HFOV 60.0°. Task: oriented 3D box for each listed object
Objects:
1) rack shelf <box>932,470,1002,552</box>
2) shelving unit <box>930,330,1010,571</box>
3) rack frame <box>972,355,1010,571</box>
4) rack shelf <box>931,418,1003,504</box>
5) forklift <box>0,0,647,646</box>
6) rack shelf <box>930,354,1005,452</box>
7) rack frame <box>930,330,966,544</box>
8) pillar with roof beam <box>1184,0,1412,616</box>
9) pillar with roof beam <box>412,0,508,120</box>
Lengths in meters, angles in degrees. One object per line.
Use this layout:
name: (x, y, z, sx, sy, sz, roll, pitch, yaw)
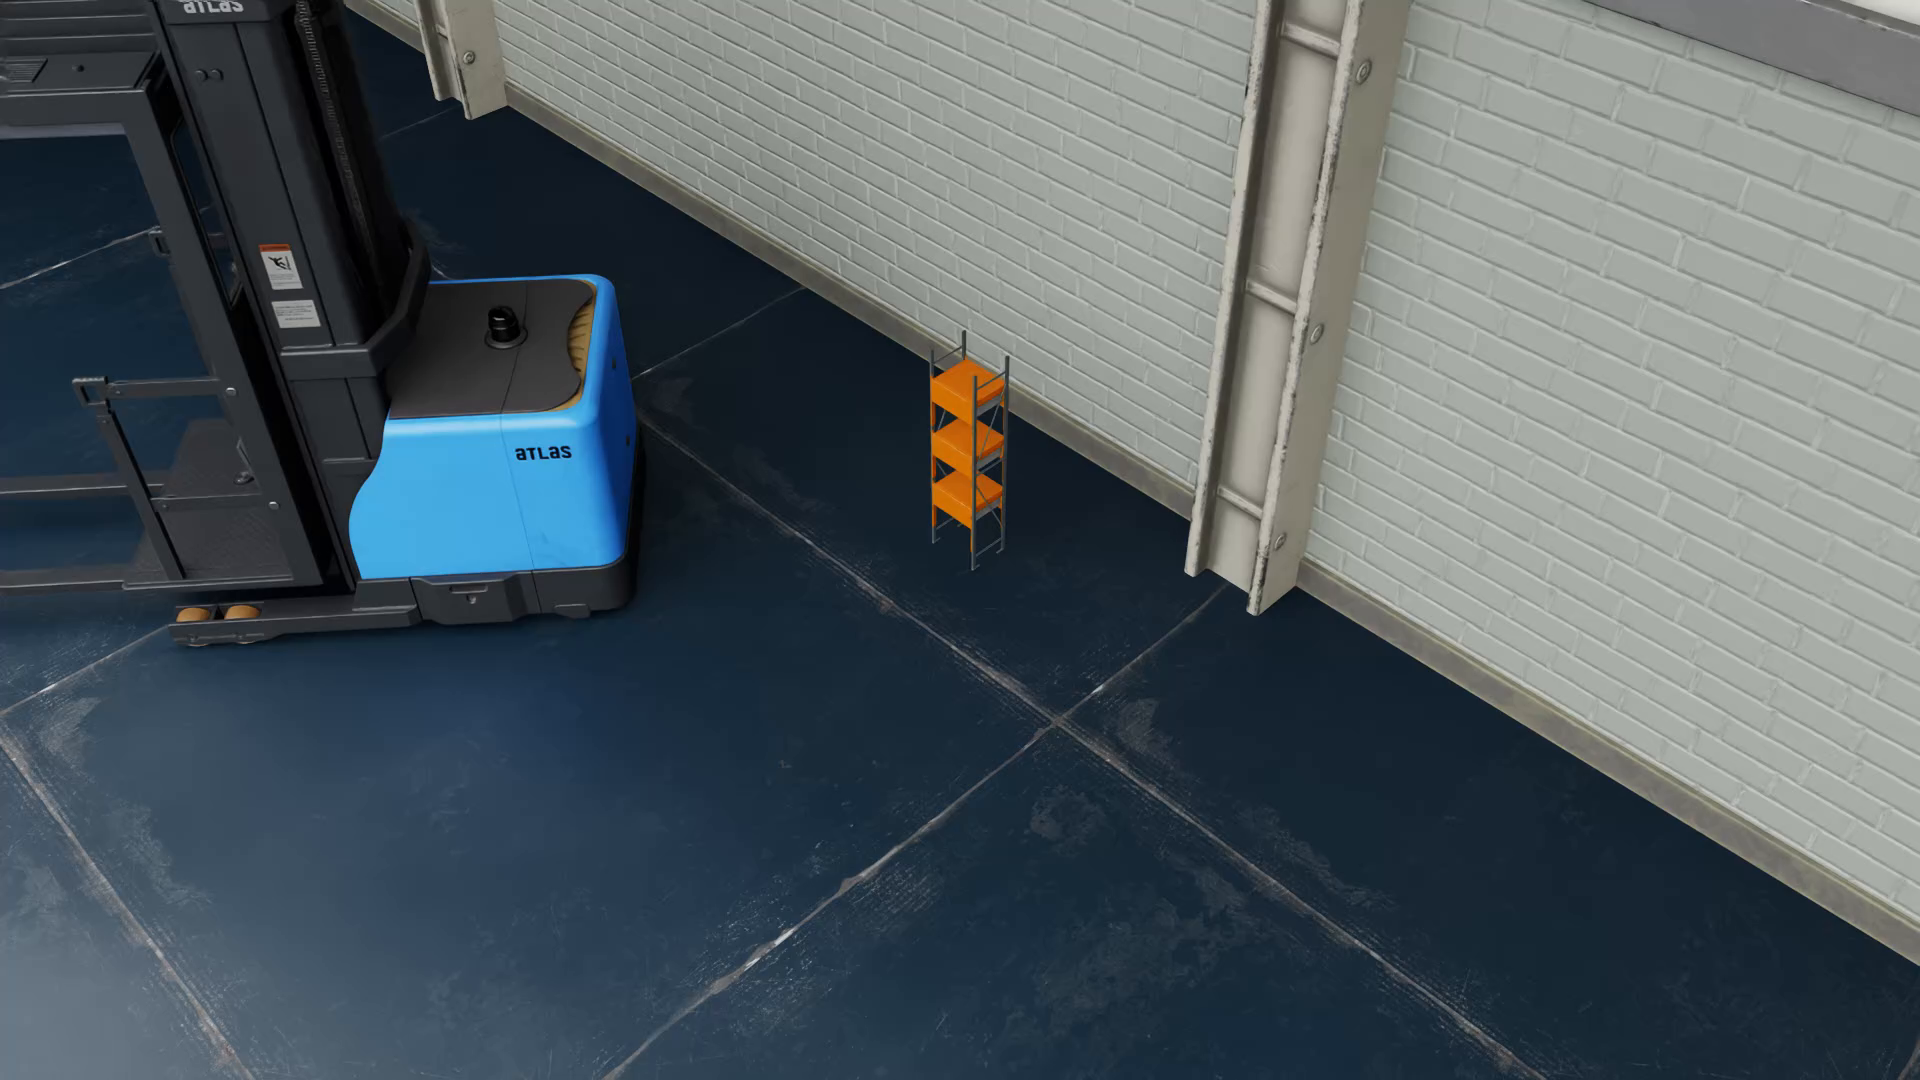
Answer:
rack shelf: (0.038, -0.148, 7.179, 0.215, 0.259, 0.240, -34, 53, -31)
shelving unit: (0.038, -0.360, 6.983, 0.215, 1.050, 0.252, -34, 53, -31)
rack frame: (0.124, -0.301, 6.920, 0.200, 1.050, 0.008, -34, 53, -31)
rack shelf: (0.038, -0.352, 6.990, 0.215, 0.259, 0.240, -34, 53, -31)
forklift: (-2.916, -1.011, 6.302, 3.031, 2.935, 1.130, -3, 43, -3)
rack shelf: (0.038, -0.561, 6.798, 0.215, 0.259, 0.240, -34, 53, -31)
rack frame: (-0.048, -0.418, 7.047, 0.200, 1.050, 0.008, -34, 53, -31)
pillar with roof beam: (-1.829, -1.086, 1.912, 9.100, 9.000, 0.400, -34, 53, -31)
pillar with roof beam: (-6.066, -3.969, 5.032, 9.100, 9.000, 0.400, -34, 53, -31)
